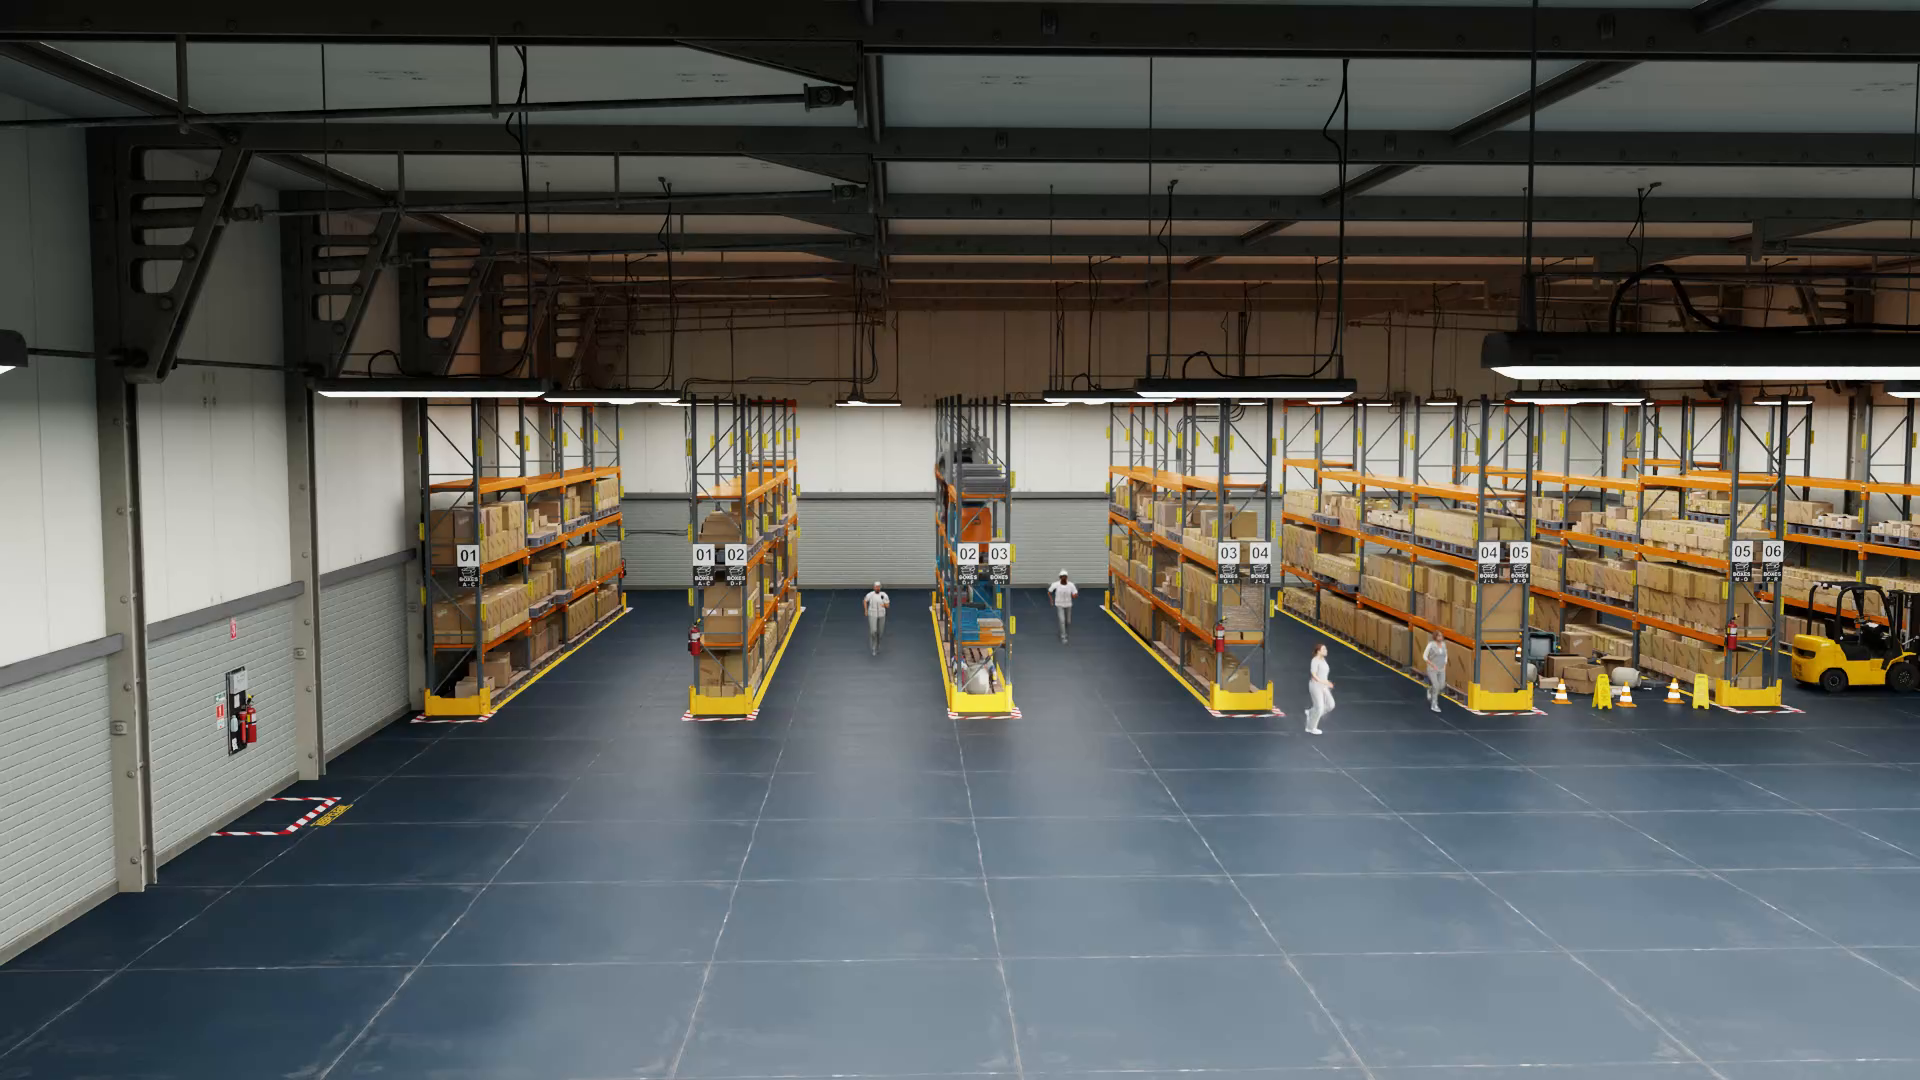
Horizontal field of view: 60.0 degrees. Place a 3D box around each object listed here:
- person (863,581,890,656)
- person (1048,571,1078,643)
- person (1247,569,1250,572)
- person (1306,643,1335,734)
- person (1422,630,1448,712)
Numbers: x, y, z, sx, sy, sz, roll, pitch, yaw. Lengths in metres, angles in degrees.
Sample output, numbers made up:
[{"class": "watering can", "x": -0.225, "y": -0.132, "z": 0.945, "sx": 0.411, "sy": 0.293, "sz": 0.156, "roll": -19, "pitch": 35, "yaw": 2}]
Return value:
[{"class": "person", "x": -1.945, "y": 1.829, "z": 38.972, "sx": 0.580, "sy": 1.728, "sz": 0.767, "roll": -1, "pitch": 5, "yaw": -13}, {"class": "person", "x": 2.543, "y": 1.620, "z": 40.815, "sx": 0.710, "sy": 1.747, "sz": 0.968, "roll": -1, "pitch": 5, "yaw": -10}, {"class": "person", "x": 7.527, "y": 1.508, "z": 43.392, "sx": 0.628, "sy": 1.616, "sz": 0.545, "roll": -1, "pitch": 5, "yaw": -8}, {"class": "person", "x": 6.351, "y": 2.610, "z": 29.320, "sx": 0.595, "sy": 1.622, "sz": 0.548, "roll": 3, "pitch": 6, "yaw": 37}, {"class": "person", "x": 9.037, "y": 2.473, "z": 31.635, "sx": 0.545, "sy": 1.559, "sz": 0.576, "roll": -1, "pitch": 5, "yaw": -17}]
